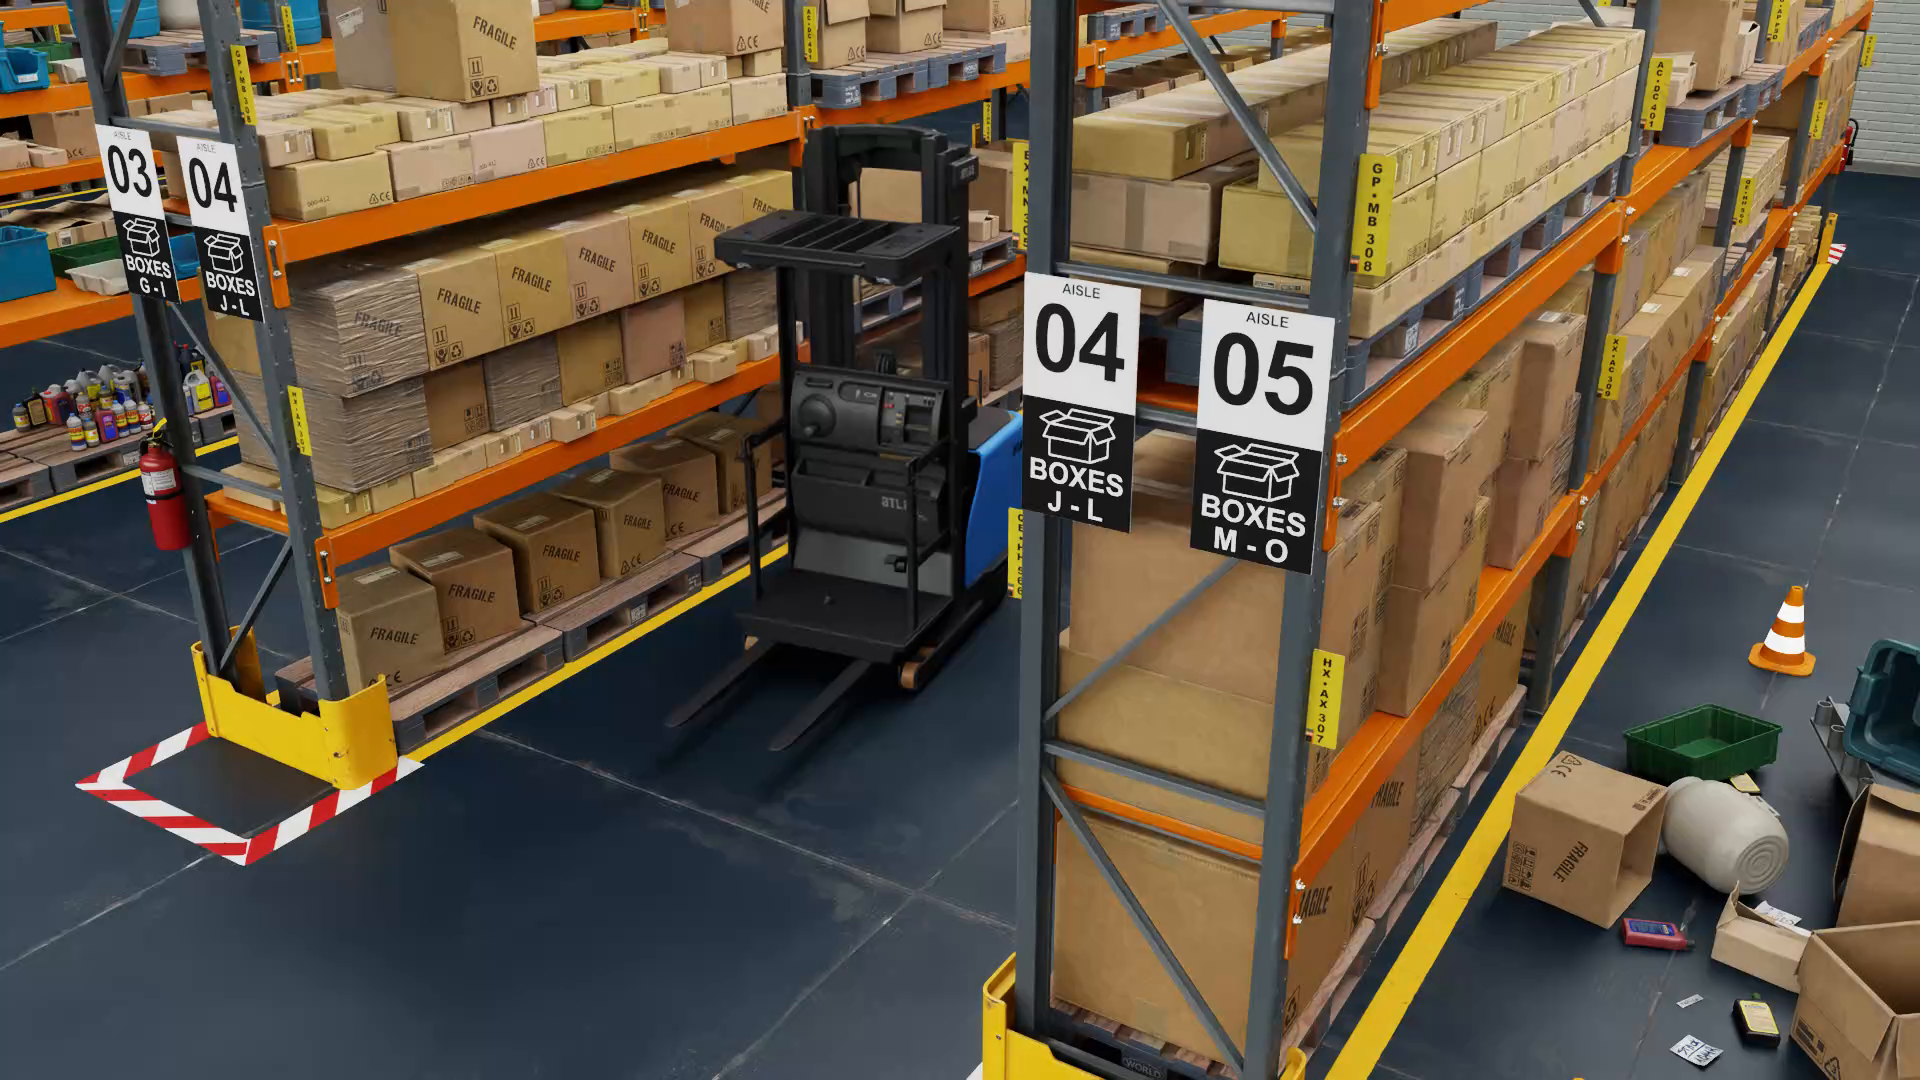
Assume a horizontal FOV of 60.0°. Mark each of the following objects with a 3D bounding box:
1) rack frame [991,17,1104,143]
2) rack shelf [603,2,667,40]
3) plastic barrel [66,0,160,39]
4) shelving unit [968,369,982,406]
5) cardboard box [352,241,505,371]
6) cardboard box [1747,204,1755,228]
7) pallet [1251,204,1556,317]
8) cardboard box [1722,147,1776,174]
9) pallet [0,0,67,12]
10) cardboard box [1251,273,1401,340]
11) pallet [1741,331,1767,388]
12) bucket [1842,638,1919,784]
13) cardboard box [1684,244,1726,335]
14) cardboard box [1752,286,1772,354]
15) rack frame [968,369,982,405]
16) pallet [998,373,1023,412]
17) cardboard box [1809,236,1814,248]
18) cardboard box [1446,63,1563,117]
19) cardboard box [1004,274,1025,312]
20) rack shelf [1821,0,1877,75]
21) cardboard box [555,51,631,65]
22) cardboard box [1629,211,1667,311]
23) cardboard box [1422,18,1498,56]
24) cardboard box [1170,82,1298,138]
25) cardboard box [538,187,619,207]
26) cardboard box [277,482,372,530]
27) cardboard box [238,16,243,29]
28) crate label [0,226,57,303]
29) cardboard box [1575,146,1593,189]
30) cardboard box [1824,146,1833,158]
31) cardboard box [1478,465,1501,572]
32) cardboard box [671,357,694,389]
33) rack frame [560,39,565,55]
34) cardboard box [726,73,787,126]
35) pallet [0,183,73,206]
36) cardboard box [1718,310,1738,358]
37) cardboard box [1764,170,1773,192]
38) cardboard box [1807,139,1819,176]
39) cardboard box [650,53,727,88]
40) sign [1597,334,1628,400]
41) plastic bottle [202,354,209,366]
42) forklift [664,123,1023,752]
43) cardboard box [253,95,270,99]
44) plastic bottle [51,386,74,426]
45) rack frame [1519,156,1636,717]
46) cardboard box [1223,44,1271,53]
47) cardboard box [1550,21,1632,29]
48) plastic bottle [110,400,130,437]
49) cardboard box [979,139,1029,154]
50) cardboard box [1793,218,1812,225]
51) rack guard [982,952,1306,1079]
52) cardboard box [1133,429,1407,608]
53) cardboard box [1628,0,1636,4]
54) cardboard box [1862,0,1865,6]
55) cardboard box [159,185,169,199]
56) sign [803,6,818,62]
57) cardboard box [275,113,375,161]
[{"bbox_3d":[0.720,-2.965,14.322,1.000,3.000,0.127,14,27,29],"label":"rack frame"},{"bbox_3d":[-2.433,-5.724,17.826,1.077,0.370,4.000,14,27,29],"label":"rack shelf"},{"bbox_3d":[-6.214,-4.138,12.098,0.600,0.901,0.708,14,27,29],"label":"plastic barrel"},{"bbox_3d":[-0.008,-0.546,11.000,0.258,1.200,0.189,14,27,29],"label":"shelving unit"},{"bbox_3d":[-2.709,-1.202,8.491,0.500,0.500,0.500,14,27,29],"label":"cardboard box"},{"bbox_3d":[6.124,-2.613,13.297,0.380,0.149,0.250,13,27,27],"label":"cardboard box"},{"bbox_3d":[1.685,-1.193,6.565,1.003,0.211,1.213,14,27,29],"label":"pallet"},{"bbox_3d":[6.527,-3.149,13.787,0.380,0.149,0.250,14,27,29],"label":"cardboard box"},{"bbox_3d":[-9.350,-5.281,16.138,0.805,0.209,1.217,13,26,27],"label":"pallet"},{"bbox_3d":[1.113,-0.739,5.068,0.380,0.149,0.250,14,27,29],"label":"cardboard box"},{"bbox_3d":[6.581,-1.698,14.907,1.003,0.211,1.213,14,27,29],"label":"pallet"},{"bbox_3d":[4.657,0.793,7.850,0.620,0.611,0.726,-6,22,-39],"label":"bucket"},{"bbox_3d":[4.871,-1.729,11.341,0.500,0.500,0.500,14,27,29],"label":"cardboard box"},{"bbox_3d":[6.814,-1.984,14.675,0.500,0.500,0.500,13,27,28],"label":"cardboard box"},{"bbox_3d":[0.041,-0.577,11.072,0.240,1.200,0.006,14,27,29],"label":"rack frame"},{"bbox_3d":[0.306,-1.421,14.268,1.003,0.211,1.213,14,27,29],"label":"pallet"},{"bbox_3d":[8.792,-3.198,17.548,0.380,0.149,0.250,13,26,27],"label":"cardboard box"},{"bbox_3d":[2.047,-1.704,6.293,0.380,0.149,0.250,14,27,30],"label":"cardboard box"},{"bbox_3d":[0.392,-2.131,14.046,0.500,0.250,0.500,15,28,31],"label":"cardboard box"},{"bbox_3d":[8.045,-4.963,16.067,1.077,0.370,4.000,14,27,29],"label":"rack shelf"},{"bbox_3d":[-2.160,-2.777,9.800,0.380,0.149,0.250,15,27,31],"label":"cardboard box"},{"bbox_3d":[3.831,-1.729,10.084,0.700,0.500,0.500,14,27,28],"label":"cardboard box"},{"bbox_3d":[2.289,-2.355,7.797,0.380,0.149,0.250,14,27,29],"label":"cardboard box"},{"bbox_3d":[0.953,-1.500,5.821,0.380,0.149,0.250,14,27,30],"label":"cardboard box"},{"bbox_3d":[-2.370,-1.819,9.918,0.500,0.500,0.500,14,27,29],"label":"cardboard box"},{"bbox_3d":[-3.147,-0.195,8.242,0.380,0.149,0.250,14,27,29],"label":"cardboard box"},{"bbox_3d":[-10.357,-7.070,23.279,0.500,0.500,0.500,14,27,29],"label":"cardboard box"},{"bbox_3d":[-6.967,-1.997,12.042,0.502,0.435,0.616,14,27,29],"label":"crate label"},{"bbox_3d":[2.447,-1.592,7.038,0.380,0.149,0.250,14,27,29],"label":"cardboard box"},{"bbox_3d":[8.771,-4.052,17.150,0.380,0.149,0.250,15,27,30],"label":"cardboard box"},{"bbox_3d":[1.930,-0.135,7.597,0.875,0.550,0.550,14,27,29],"label":"cardboard box"},{"bbox_3d":[-1.858,-1.046,10.208,0.380,0.149,0.250,14,27,29],"label":"cardboard box"},{"bbox_3d":[-5.584,-6.392,22.239,1.000,3.000,0.127,14,27,29],"label":"rack frame"},{"bbox_3d":[-1.409,-2.714,10.156,0.500,0.250,0.500,15,28,31],"label":"cardboard box"},{"bbox_3d":[-12.318,-4.536,21.461,1.003,0.211,1.213,14,27,29],"label":"pallet"},{"bbox_3d":[5.717,-1.634,12.922,0.500,0.250,0.500,13,27,28],"label":"cardboard box"},{"bbox_3d":[6.536,-3.014,13.849,0.380,0.149,0.250,13,27,27],"label":"cardboard box"},{"bbox_3d":[7.720,-3.706,15.535,0.500,0.500,0.500,14,27,29],"label":"cardboard box"},{"bbox_3d":[-1.594,-2.761,9.764,0.380,0.149,0.250,12,26,26],"label":"cardboard box"},{"bbox_3d":[3.243,-0.859,8.269,0.100,0.325,0.005,14,27,29],"label":"sign"},{"bbox_3d":[-6.195,-1.455,13.701,0.061,0.283,0.133,14,27,29],"label":"plastic bottle"},{"bbox_3d":[-0.609,-0.695,9.166,1.130,2.935,3.031,10,25,21],"label":"forklift"},{"bbox_3d":[-7.923,-4.887,18.876,0.500,0.311,0.500,16,28,32],"label":"cardboard box"},{"bbox_3d":[-6.865,-1.027,12.711,0.061,0.283,0.133,14,27,29],"label":"plastic bottle"},{"bbox_3d":[2.770,-0.541,8.724,1.000,3.000,0.127,14,27,29],"label":"rack frame"},{"bbox_3d":[3.113,-5.106,18.139,0.500,0.500,0.500,14,27,29],"label":"cardboard box"},{"bbox_3d":[3.776,-2.925,9.912,0.500,0.311,0.500,13,27,28],"label":"cardboard box"},{"bbox_3d":[-6.306,-0.915,12.467,0.097,0.271,0.097,0,23,0],"label":"plastic bottle"},{"bbox_3d":[0.469,-3.013,13.779,0.500,0.500,0.500,10,25,23],"label":"cardboard box"},{"bbox_3d":[8.636,-3.256,17.306,0.380,0.149,0.250,13,26,27],"label":"cardboard box"},{"bbox_3d":[0.648,1.964,6.083,1.175,0.500,0.348,14,27,29],"label":"rack guard"},{"bbox_3d":[1.101,-0.077,6.105,0.875,0.550,0.550,14,27,29],"label":"cardboard box"},{"bbox_3d":[4.873,-3.856,11.516,0.396,0.266,0.258,14,27,29],"label":"cardboard box"},{"bbox_3d":[8.549,-5.352,16.249,0.500,0.250,0.500,15,28,31],"label":"cardboard box"},{"bbox_3d":[-8.761,-3.764,18.396,0.500,0.311,0.500,13,27,28],"label":"cardboard box"},{"bbox_3d":[-0.925,-3.117,10.248,0.100,0.325,0.005,14,27,29],"label":"sign"},{"bbox_3d":[-2.940,-1.867,7.698,0.380,0.149,0.250,15,27,30],"label":"cardboard box"}]
